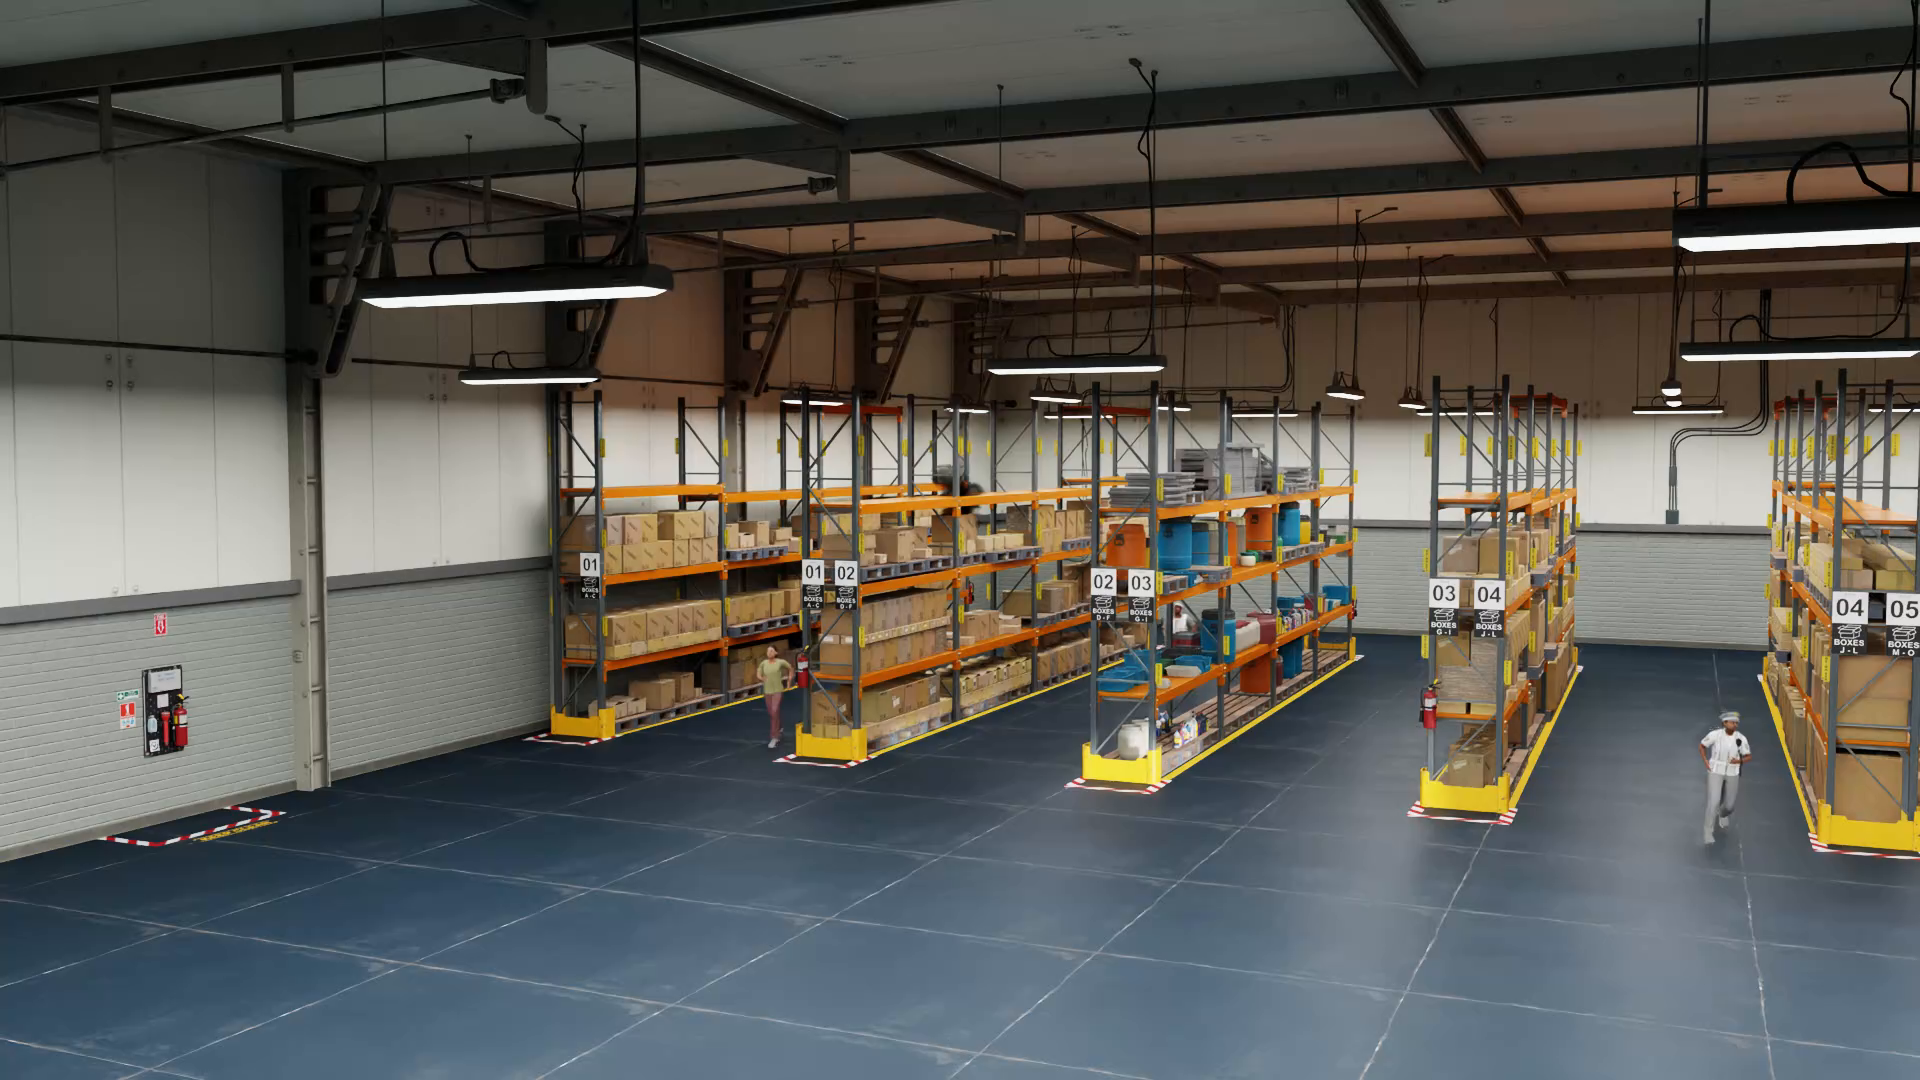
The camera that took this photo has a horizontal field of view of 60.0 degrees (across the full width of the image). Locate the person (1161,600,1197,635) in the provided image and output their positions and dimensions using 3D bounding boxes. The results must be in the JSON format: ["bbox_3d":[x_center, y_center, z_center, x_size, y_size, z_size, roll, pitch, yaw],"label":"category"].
[{"bbox_3d":[4.280,2.117,32.835,0.662,1.844,0.643,1,3,24],"label":"person"}]

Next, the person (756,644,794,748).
[{"bbox_3d":[-3.149,2.605,28.054,0.594,1.676,0.885,1,3,16],"label":"person"}]

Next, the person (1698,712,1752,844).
[{"bbox_3d":[9.825,3.018,21.339,0.605,1.674,0.851,1,3,12],"label":"person"}]
